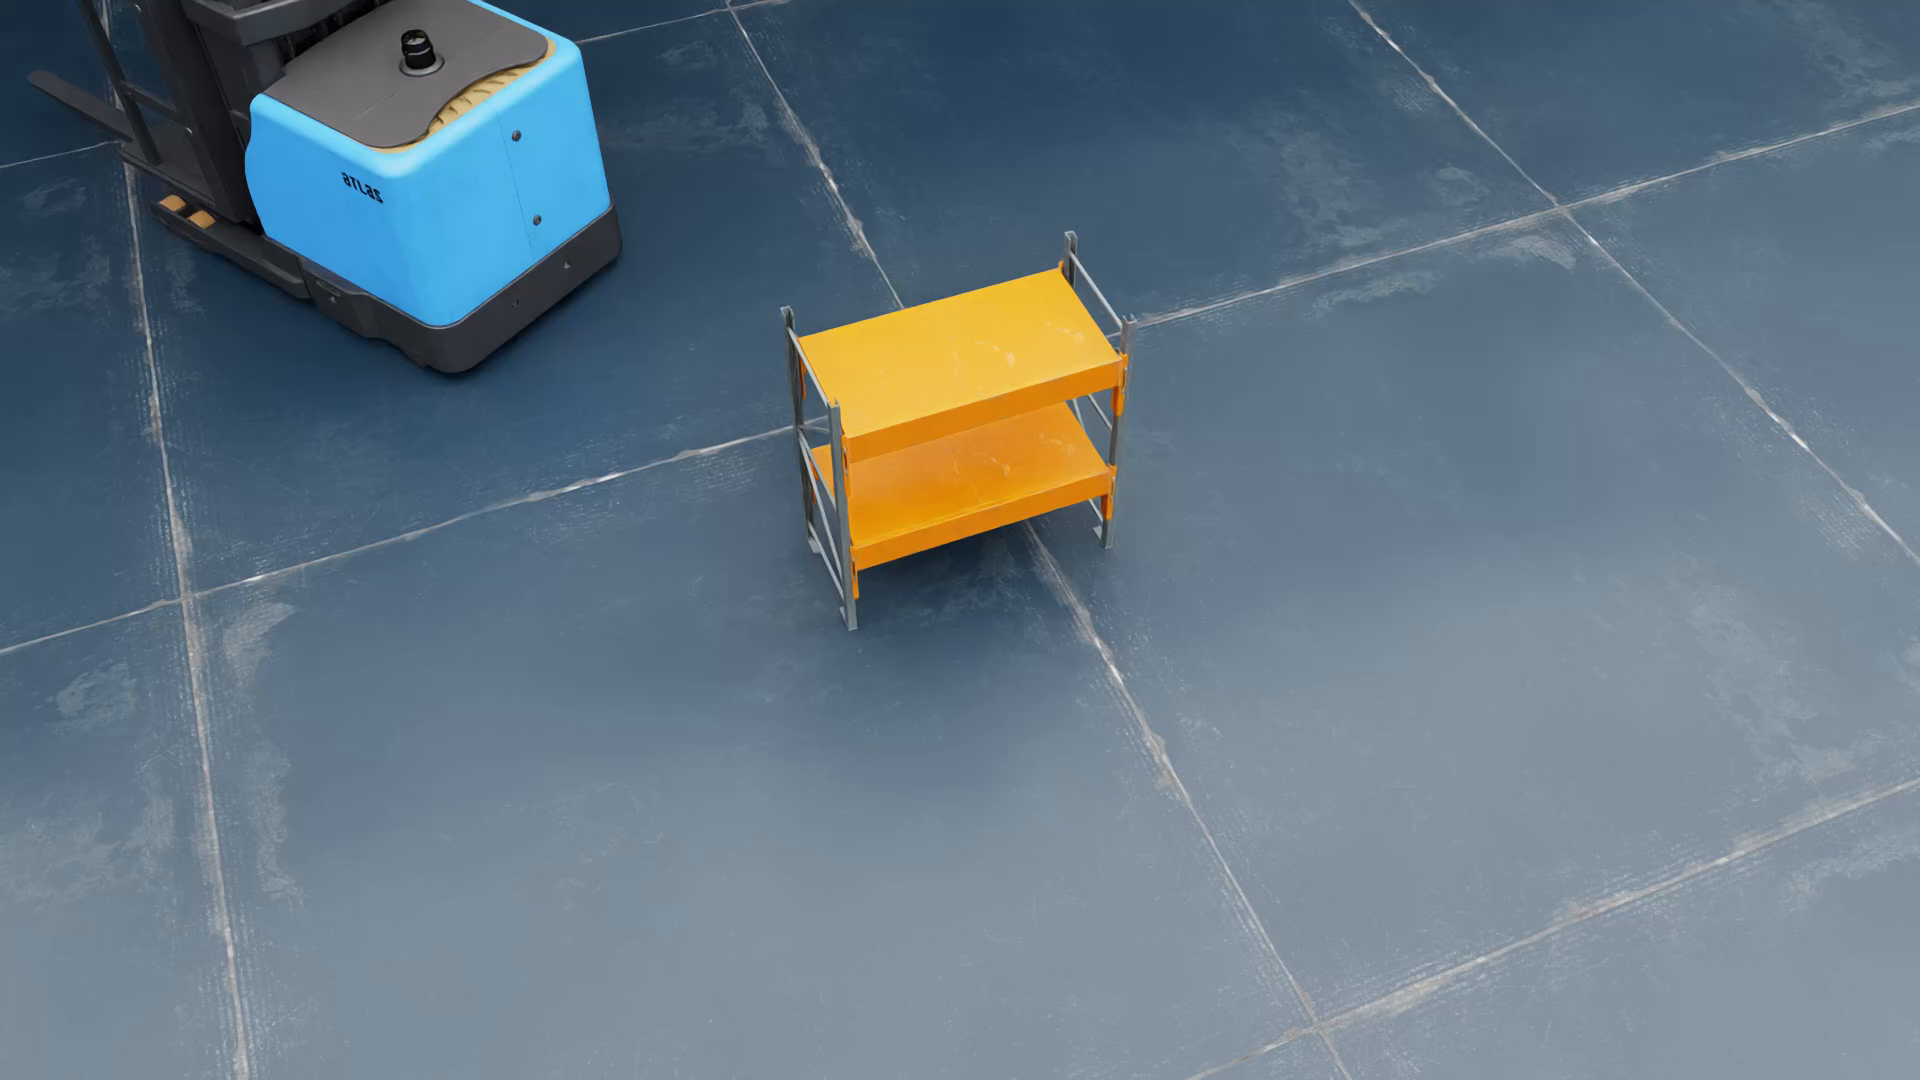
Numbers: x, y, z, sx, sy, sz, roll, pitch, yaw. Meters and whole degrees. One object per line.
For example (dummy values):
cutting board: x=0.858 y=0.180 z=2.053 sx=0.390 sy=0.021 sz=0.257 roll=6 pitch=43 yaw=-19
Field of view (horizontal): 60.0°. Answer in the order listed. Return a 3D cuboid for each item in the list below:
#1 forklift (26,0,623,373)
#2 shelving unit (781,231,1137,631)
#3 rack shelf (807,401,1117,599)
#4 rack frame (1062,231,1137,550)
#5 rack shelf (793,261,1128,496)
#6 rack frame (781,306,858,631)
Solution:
forklift: x=-2.970 y=-2.539 z=6.499 sx=3.031 sy=2.935 sz=1.130 roll=28 pitch=55 yaw=22
shelving unit: x=-0.006 y=-0.365 z=5.822 sx=1.048 sy=1.125 sz=0.538 roll=-17 pitch=52 yaw=-14
rack shelf: x=-0.006 y=-0.205 z=6.007 sx=1.000 sy=0.278 sz=0.538 roll=-17 pitch=52 yaw=-14
rack frame: x=0.464 y=-0.510 z=5.947 sx=0.032 sy=1.125 sz=0.500 roll=-17 pitch=52 yaw=-14
rack shelf: x=-0.006 y=-0.555 z=5.600 sx=1.000 sy=0.278 sz=0.538 roll=-17 pitch=52 yaw=-14
rack frame: x=-0.477 y=-0.219 z=5.696 sx=0.032 sy=1.125 sz=0.500 roll=-17 pitch=52 yaw=-14
